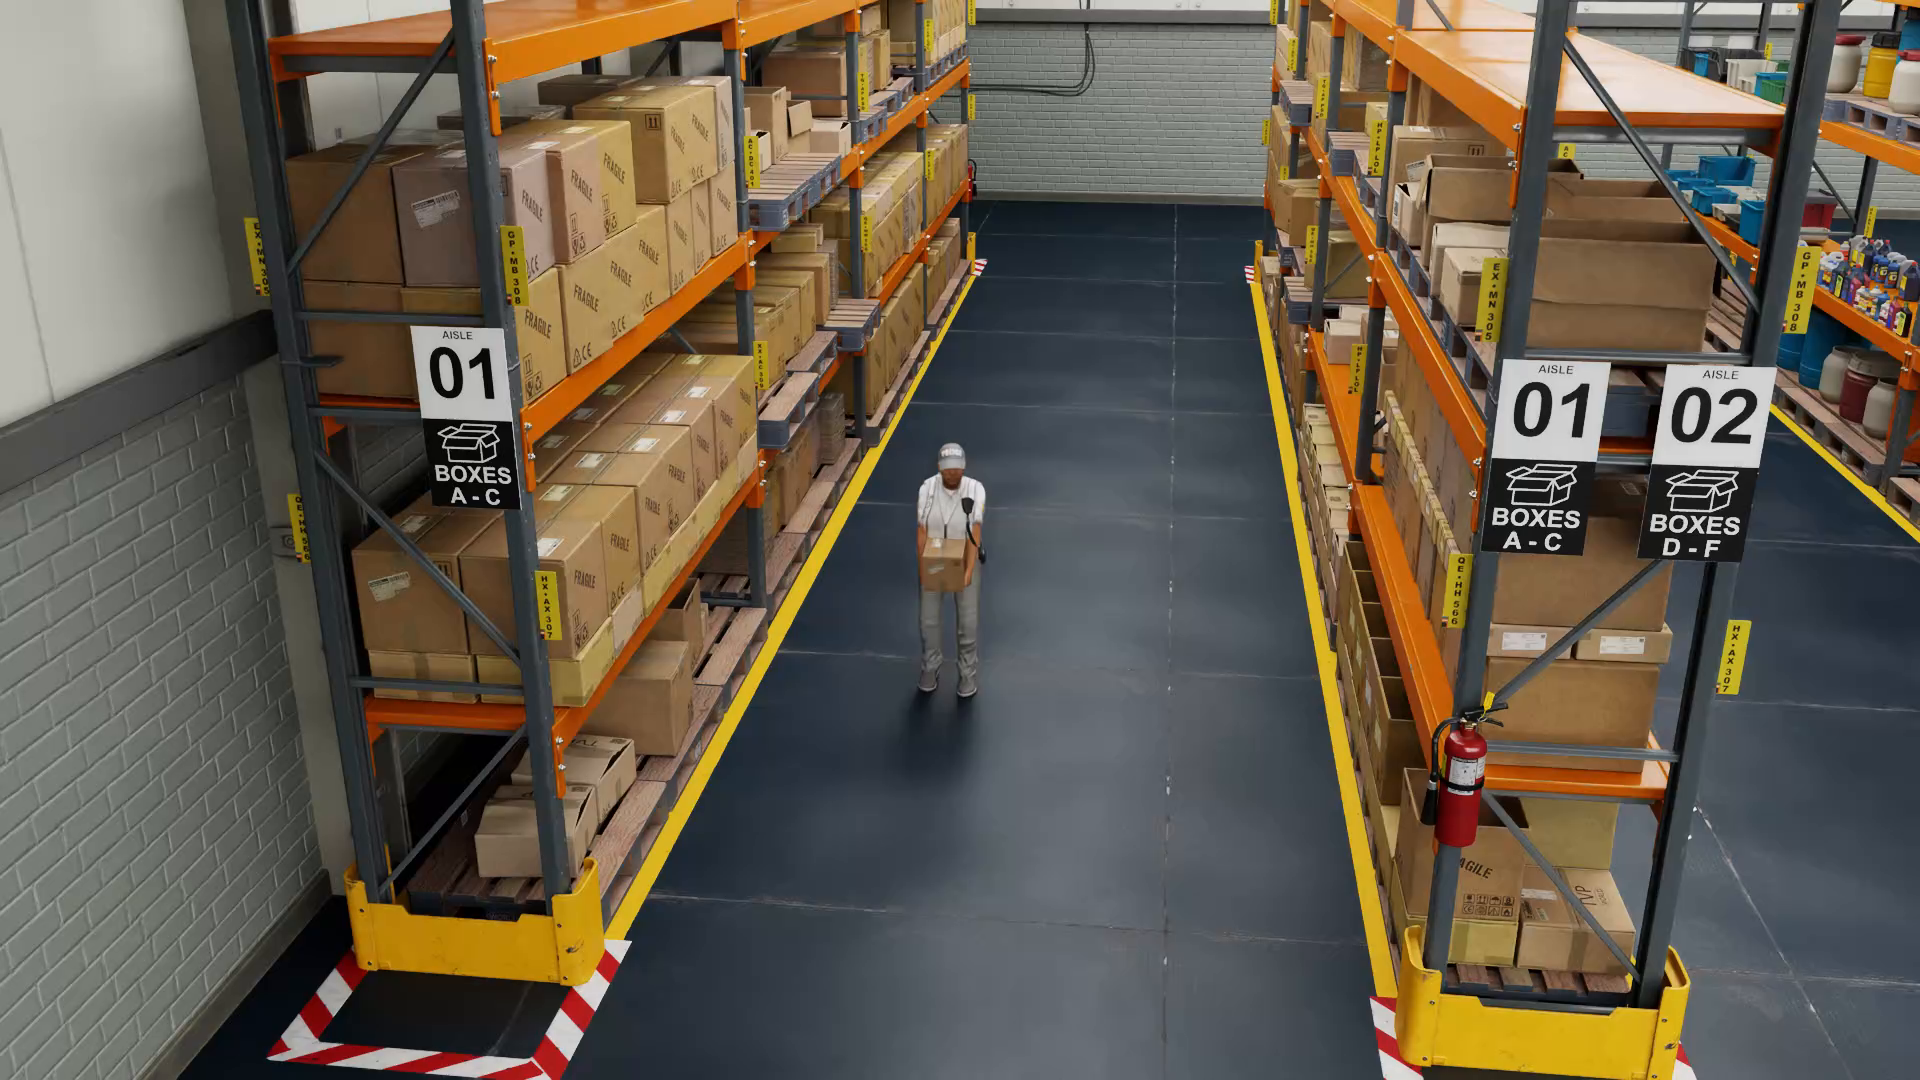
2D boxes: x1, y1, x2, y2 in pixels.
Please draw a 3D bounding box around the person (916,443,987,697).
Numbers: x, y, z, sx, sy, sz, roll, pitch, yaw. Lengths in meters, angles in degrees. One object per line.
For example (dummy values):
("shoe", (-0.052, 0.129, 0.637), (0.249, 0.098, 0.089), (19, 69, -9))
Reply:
("person", (-0.064, 0.189, 10.613), (0.452, 1.661, 0.552), (2, 21, 5))
